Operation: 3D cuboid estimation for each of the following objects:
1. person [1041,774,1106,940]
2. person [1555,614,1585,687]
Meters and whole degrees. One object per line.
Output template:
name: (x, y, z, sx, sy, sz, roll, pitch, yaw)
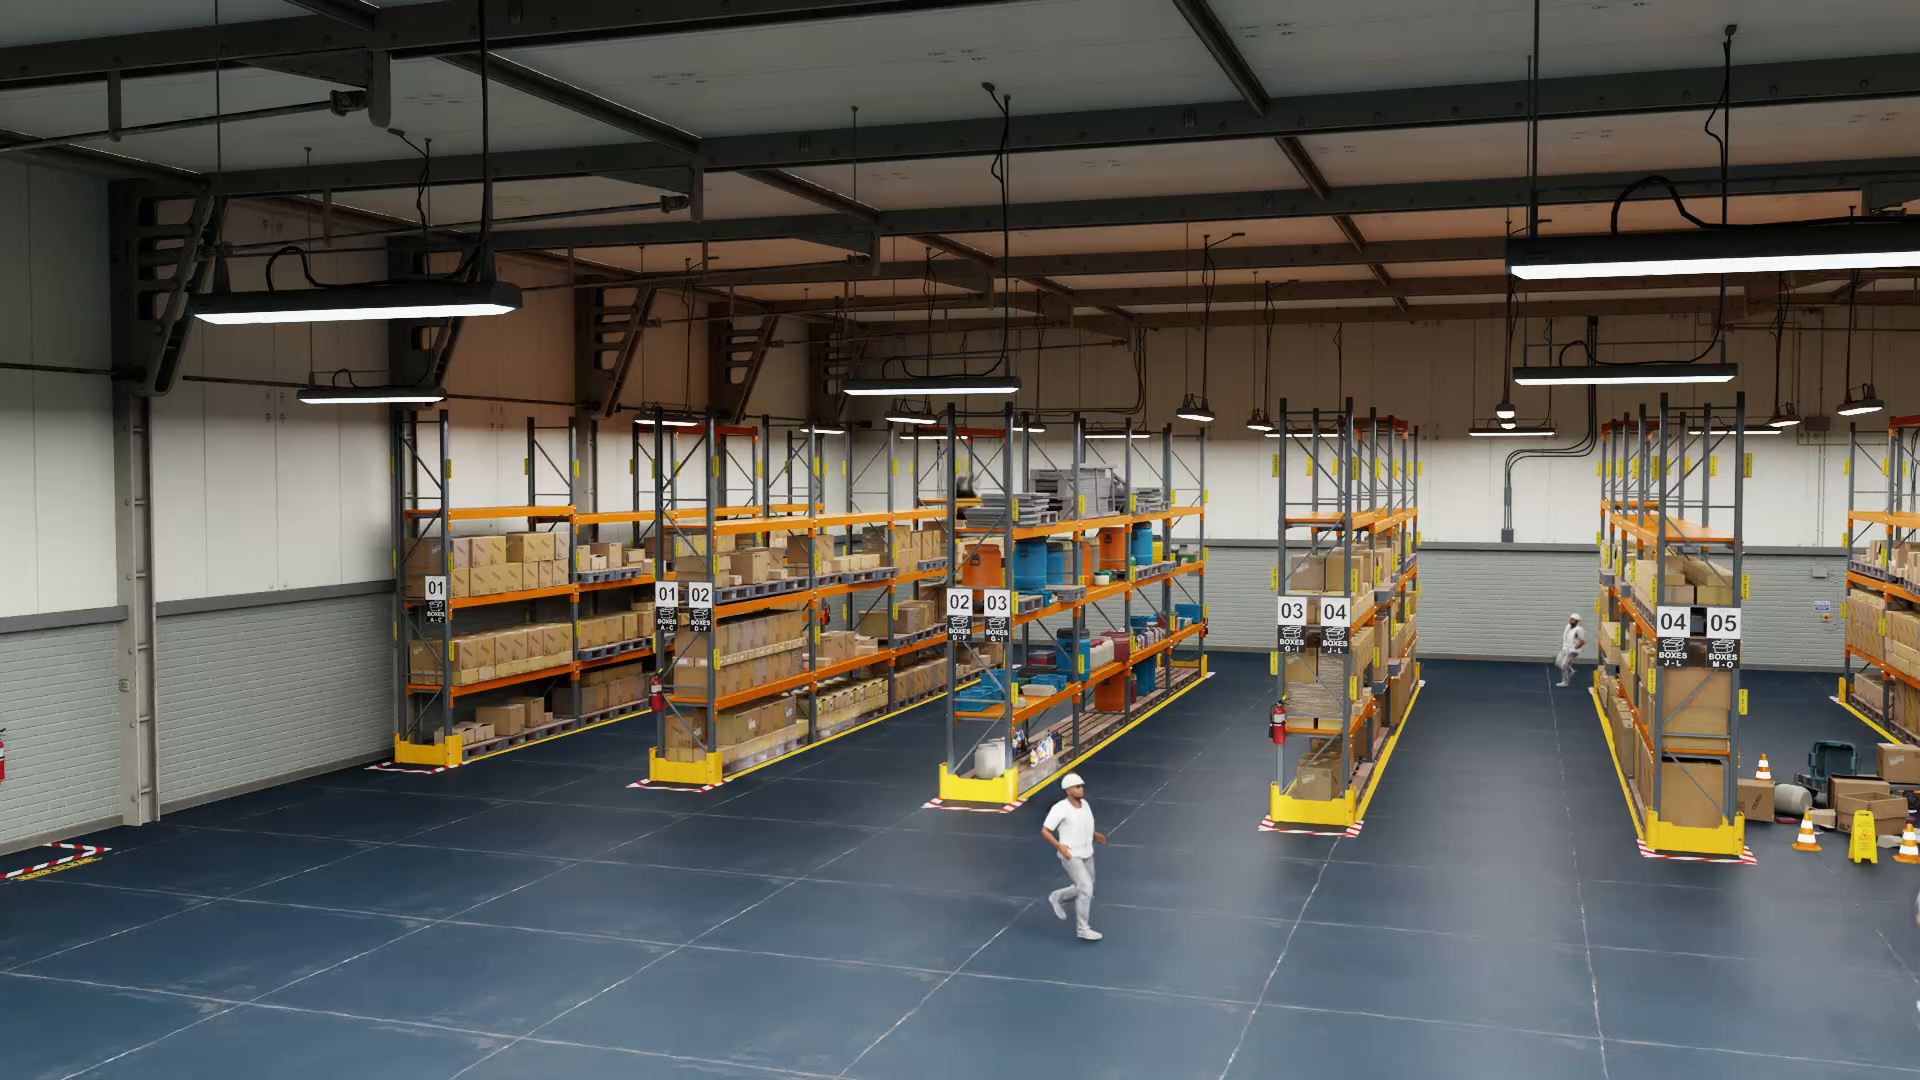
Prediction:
person: (1.226, 3.341, 17.808, 0.758, 1.671, 0.712, 2, 3, 43)
person: (13.923, 2.524, 37.935, 0.545, 1.706, 0.733, -1, 3, -18)
